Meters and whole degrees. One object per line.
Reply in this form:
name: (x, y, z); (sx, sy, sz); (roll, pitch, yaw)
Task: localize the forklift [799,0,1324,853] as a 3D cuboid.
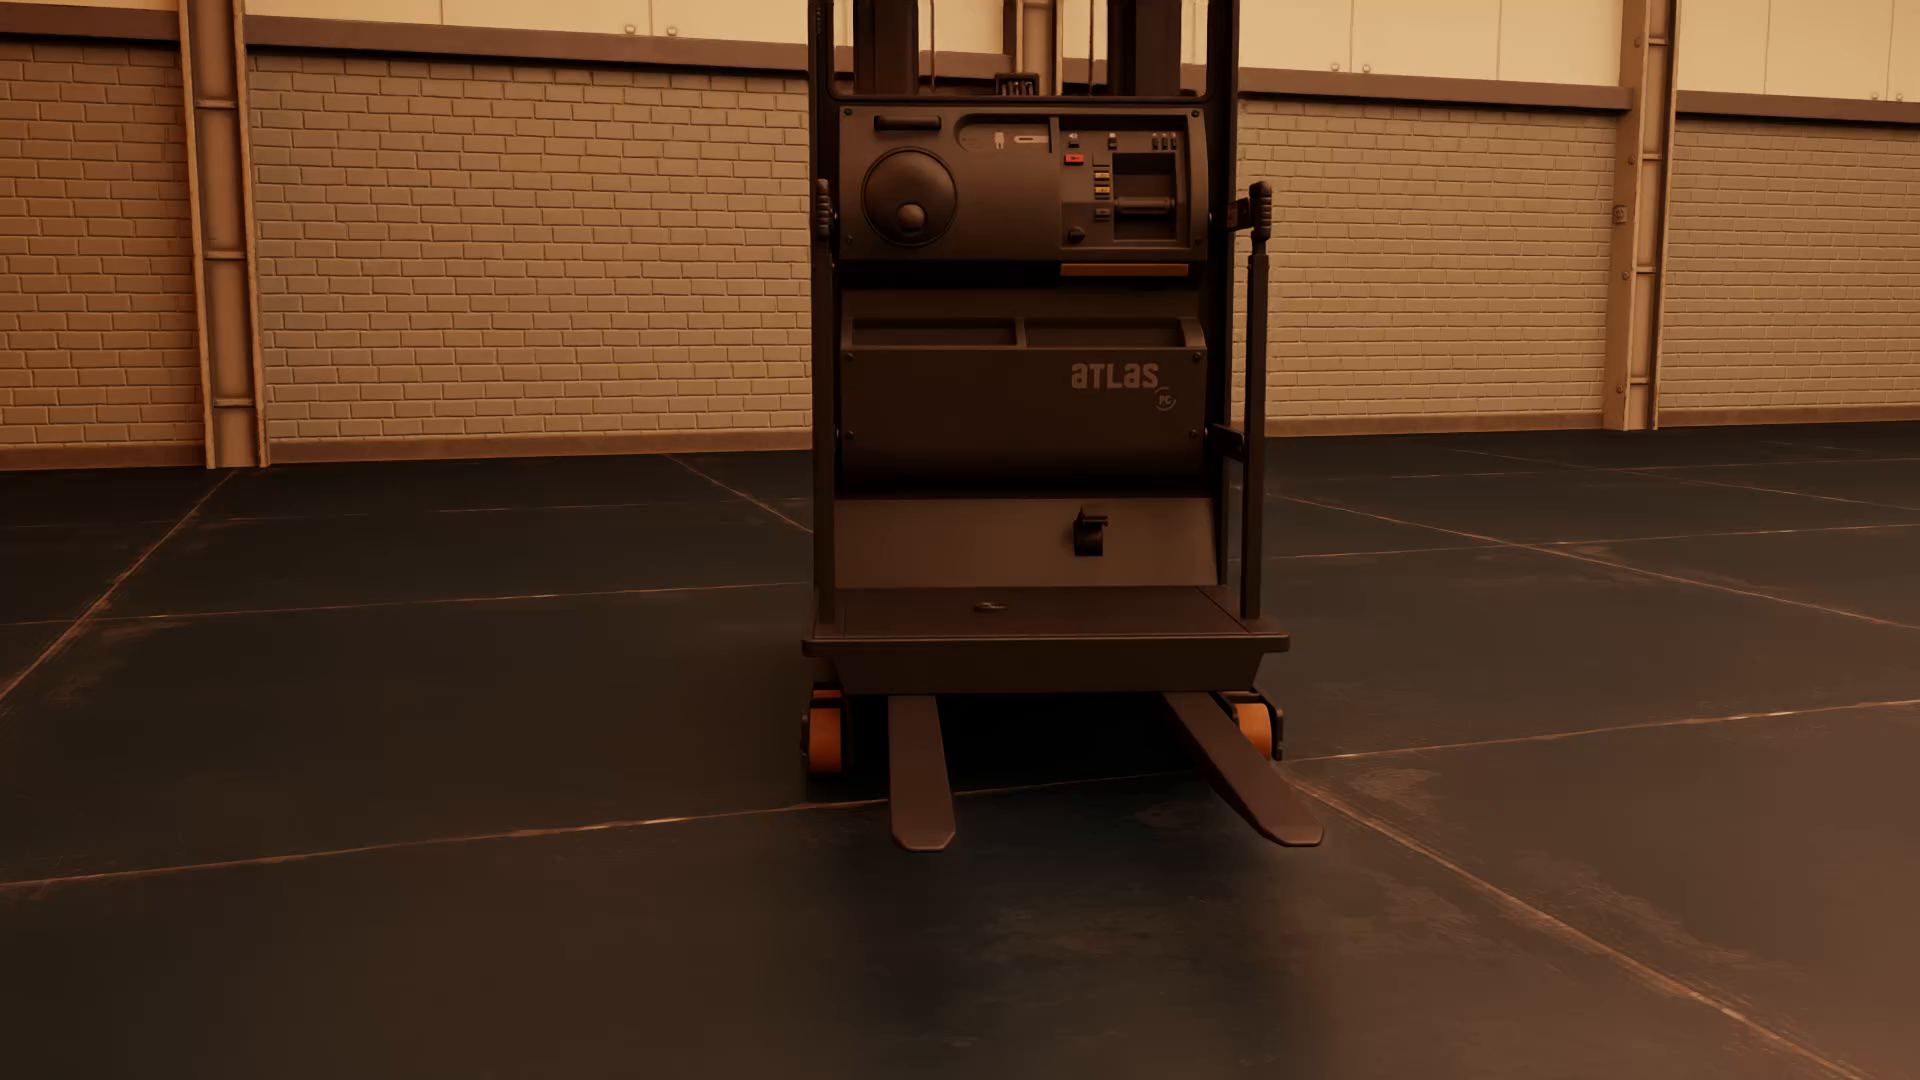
forklift: (0.173, -0.945, 3.993); (1.130, 2.935, 3.031); (0, 8, -3)
